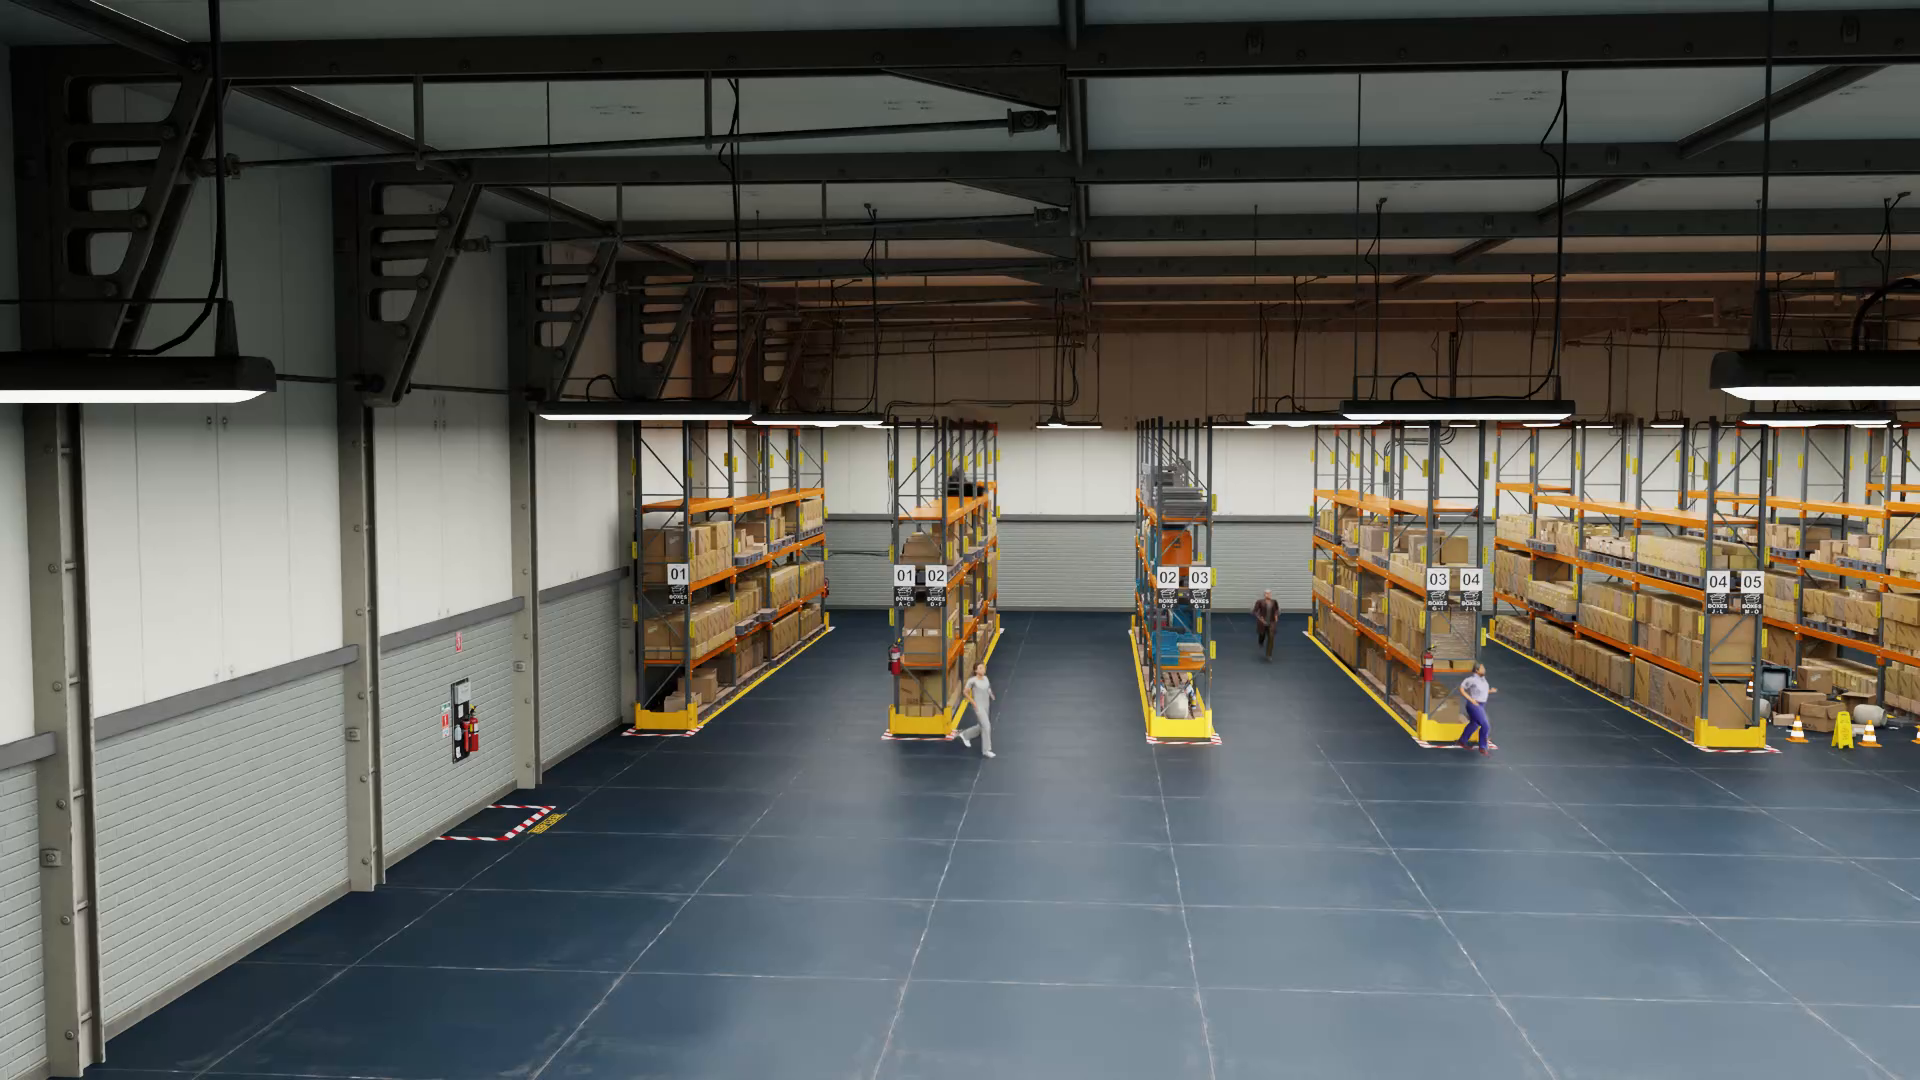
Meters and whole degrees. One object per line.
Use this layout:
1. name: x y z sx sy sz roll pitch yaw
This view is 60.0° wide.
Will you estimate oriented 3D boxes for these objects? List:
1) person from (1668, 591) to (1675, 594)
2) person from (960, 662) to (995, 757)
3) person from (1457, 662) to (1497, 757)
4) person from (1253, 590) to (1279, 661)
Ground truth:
1. person: 20.233 1.821 47.293 0.558 1.660 0.630 3 5 36
2. person: 0.324 2.979 29.461 0.801 1.666 0.563 3 5 42
3. person: 9.100 3.008 29.375 0.729 1.698 0.602 2 4 34
4. person: 7.733 2.132 41.979 0.690 1.772 1.118 0 4 3
